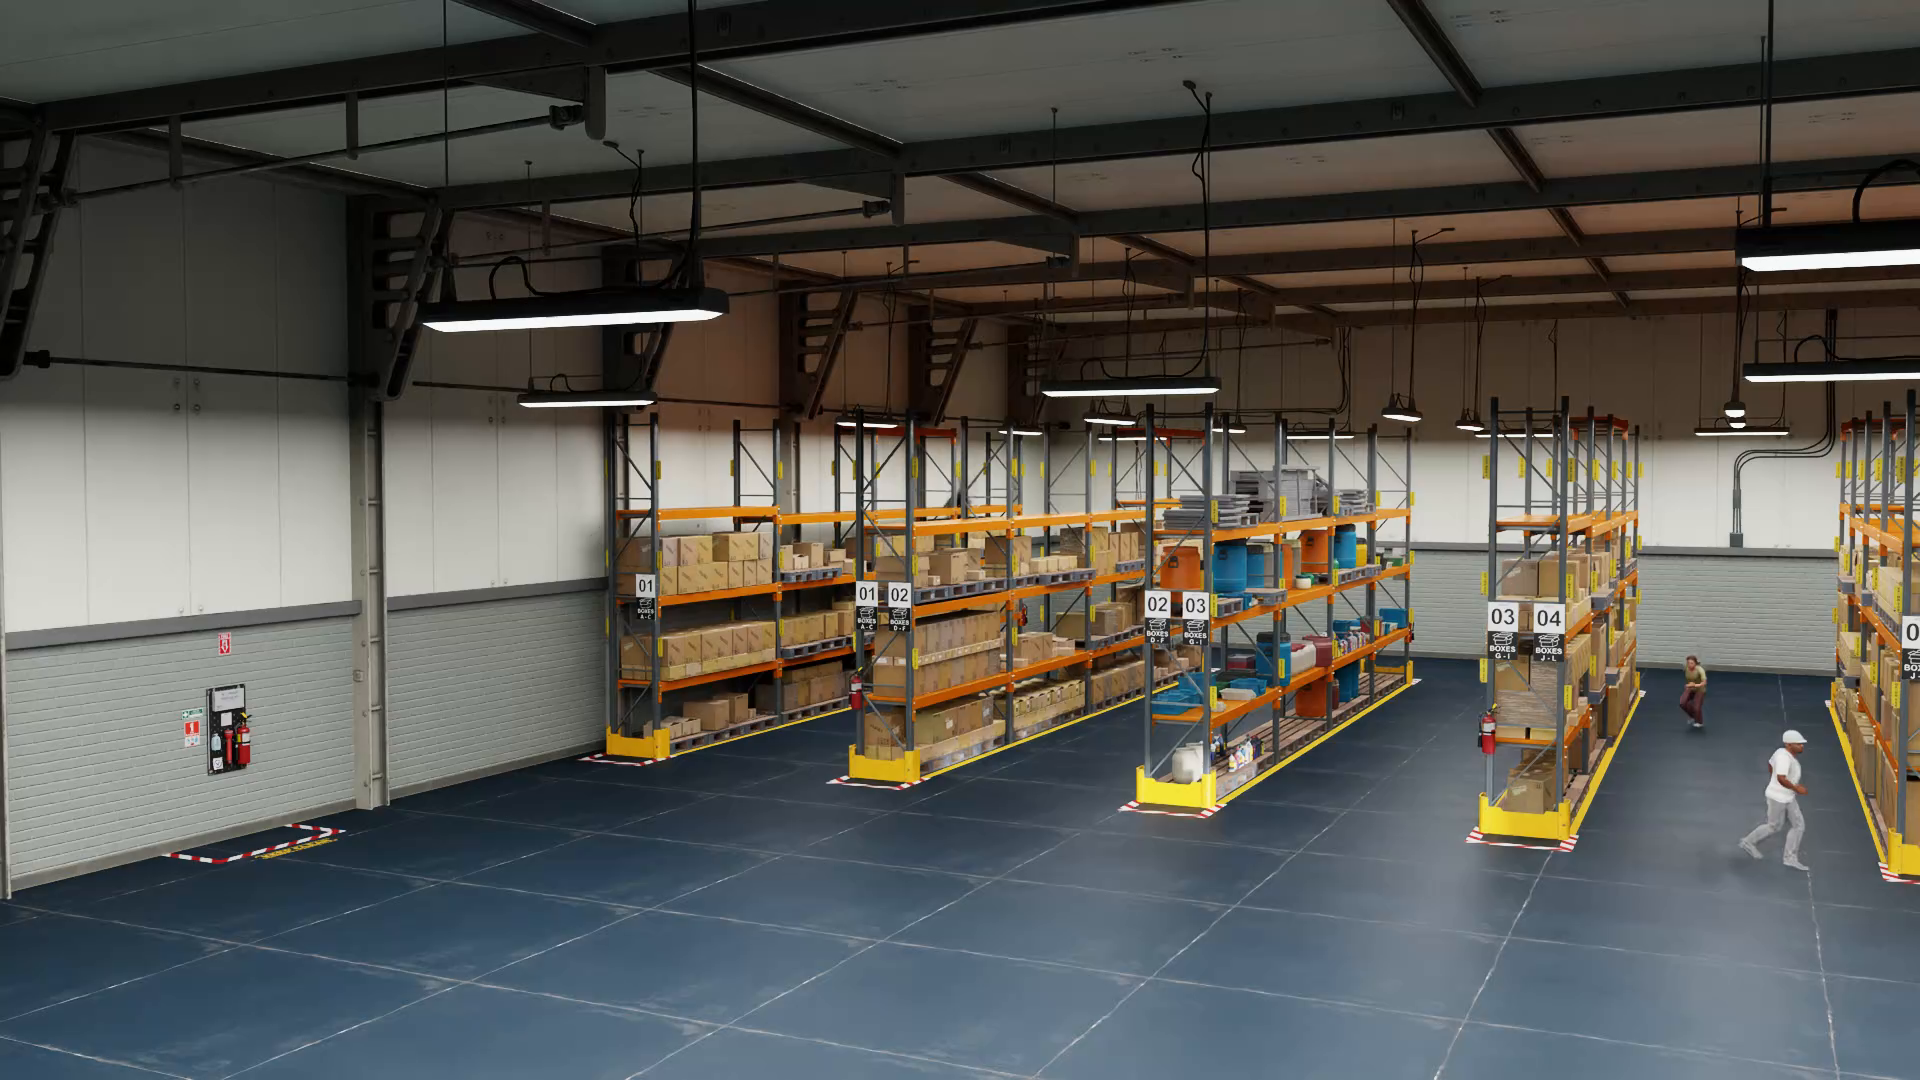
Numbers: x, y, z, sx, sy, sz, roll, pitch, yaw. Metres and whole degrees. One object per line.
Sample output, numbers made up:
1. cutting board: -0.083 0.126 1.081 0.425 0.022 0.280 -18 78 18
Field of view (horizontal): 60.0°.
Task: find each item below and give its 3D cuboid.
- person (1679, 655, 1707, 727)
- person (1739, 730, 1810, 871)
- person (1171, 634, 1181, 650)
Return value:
1. person: 14.190 2.921 32.126 0.898 1.452 0.608 -2 3 -36
2. person: 10.244 3.248 20.924 0.834 1.743 0.667 2 3 41
3. person: 5.456 2.420 42.586 0.655 1.581 0.548 1 2 15
